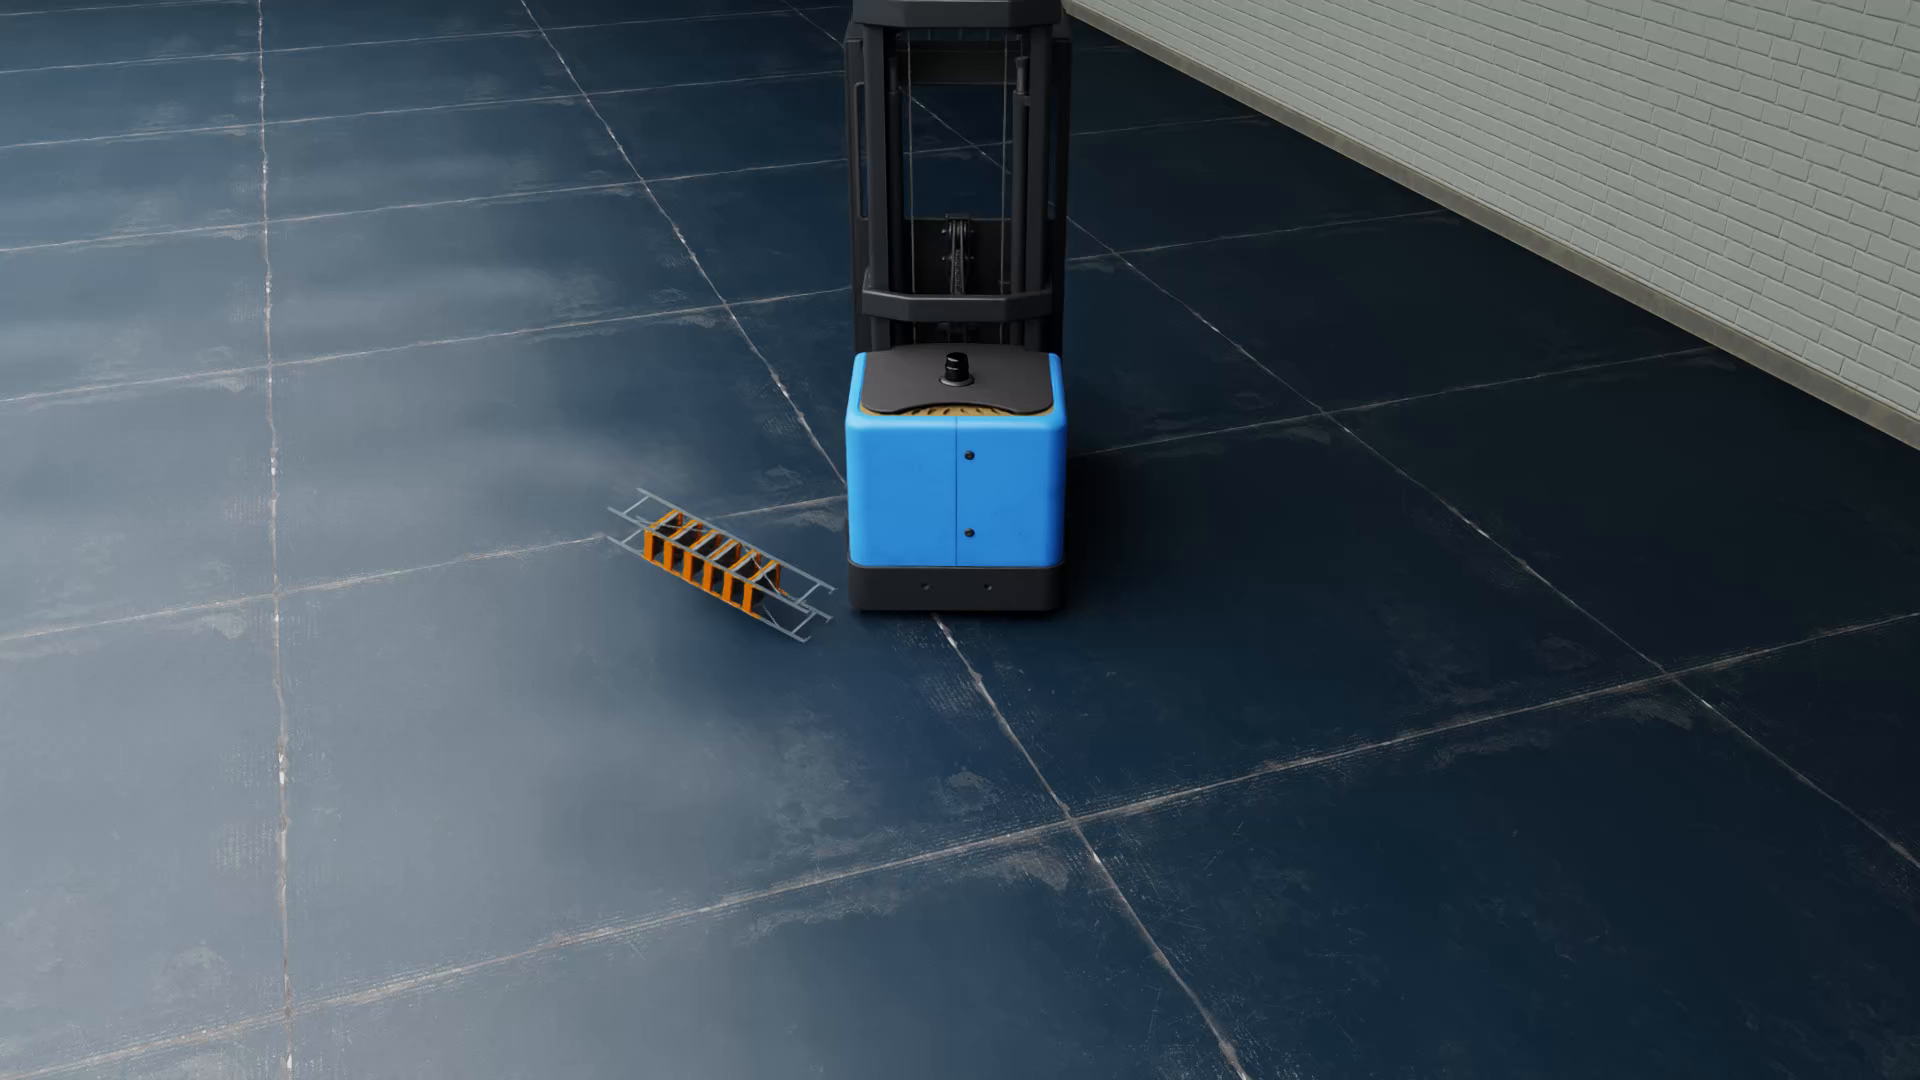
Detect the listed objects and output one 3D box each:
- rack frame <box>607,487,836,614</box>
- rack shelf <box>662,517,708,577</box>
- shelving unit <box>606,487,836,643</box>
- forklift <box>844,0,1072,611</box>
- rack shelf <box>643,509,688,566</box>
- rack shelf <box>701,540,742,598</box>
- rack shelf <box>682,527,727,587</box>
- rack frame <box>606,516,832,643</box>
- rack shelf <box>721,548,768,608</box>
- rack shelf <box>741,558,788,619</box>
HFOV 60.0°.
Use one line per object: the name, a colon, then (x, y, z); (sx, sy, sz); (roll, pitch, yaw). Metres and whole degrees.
rack frame: (-1.162, 0.041, 8.047); (1.200, 0.006, 0.240); (26, 40, 19)
rack shelf: (-1.342, 0.031, 8.167); (0.103, 0.180, 0.258); (26, 40, 19)
shelving unit: (-1.176, 0.112, 8.103); (1.200, 0.189, 0.258); (26, 40, 19)
forklift: (-0.009, -1.620, 8.632); (1.130, 2.935, 3.031); (0, 30, 0)
rack shelf: (-1.444, -0.019, 8.206); (0.103, 0.180, 0.258); (26, 40, 19)
rack shelf: (-1.138, 0.131, 8.088); (0.103, 0.180, 0.258); (26, 40, 19)
rack shelf: (-1.240, 0.081, 8.128); (0.103, 0.180, 0.258); (26, 40, 19)
rack frame: (-1.189, 0.184, 8.158); (1.200, 0.006, 0.240); (26, 40, 19)
rack shelf: (-1.036, 0.180, 8.049); (0.103, 0.180, 0.258); (26, 40, 19)
rack shelf: (-0.934, 0.230, 8.010); (0.103, 0.180, 0.258); (26, 40, 19)
